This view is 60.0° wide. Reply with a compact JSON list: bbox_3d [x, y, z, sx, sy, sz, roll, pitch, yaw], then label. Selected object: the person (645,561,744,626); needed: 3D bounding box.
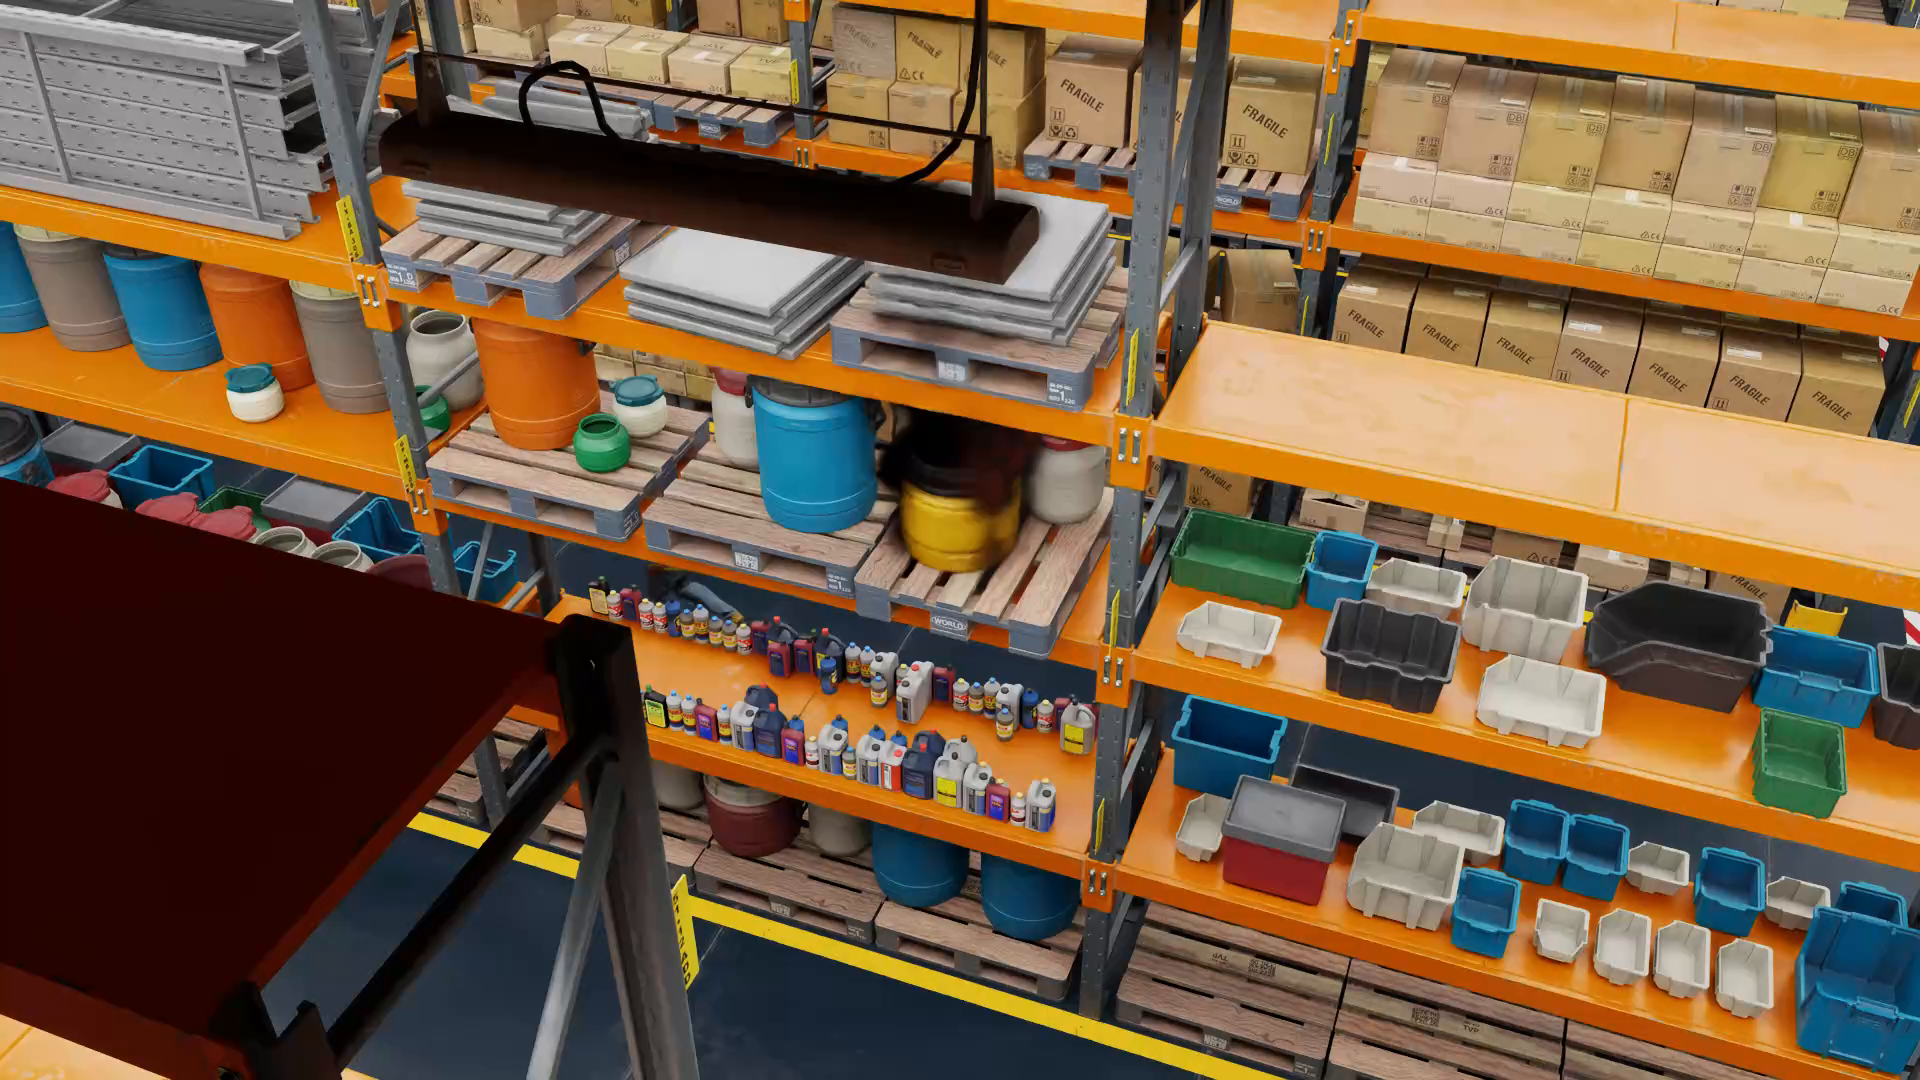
[{"bbox_3d":[-1.986,0.095,11.790,0.822,1.741,0.715,10,38,13],"label":"person"}]
